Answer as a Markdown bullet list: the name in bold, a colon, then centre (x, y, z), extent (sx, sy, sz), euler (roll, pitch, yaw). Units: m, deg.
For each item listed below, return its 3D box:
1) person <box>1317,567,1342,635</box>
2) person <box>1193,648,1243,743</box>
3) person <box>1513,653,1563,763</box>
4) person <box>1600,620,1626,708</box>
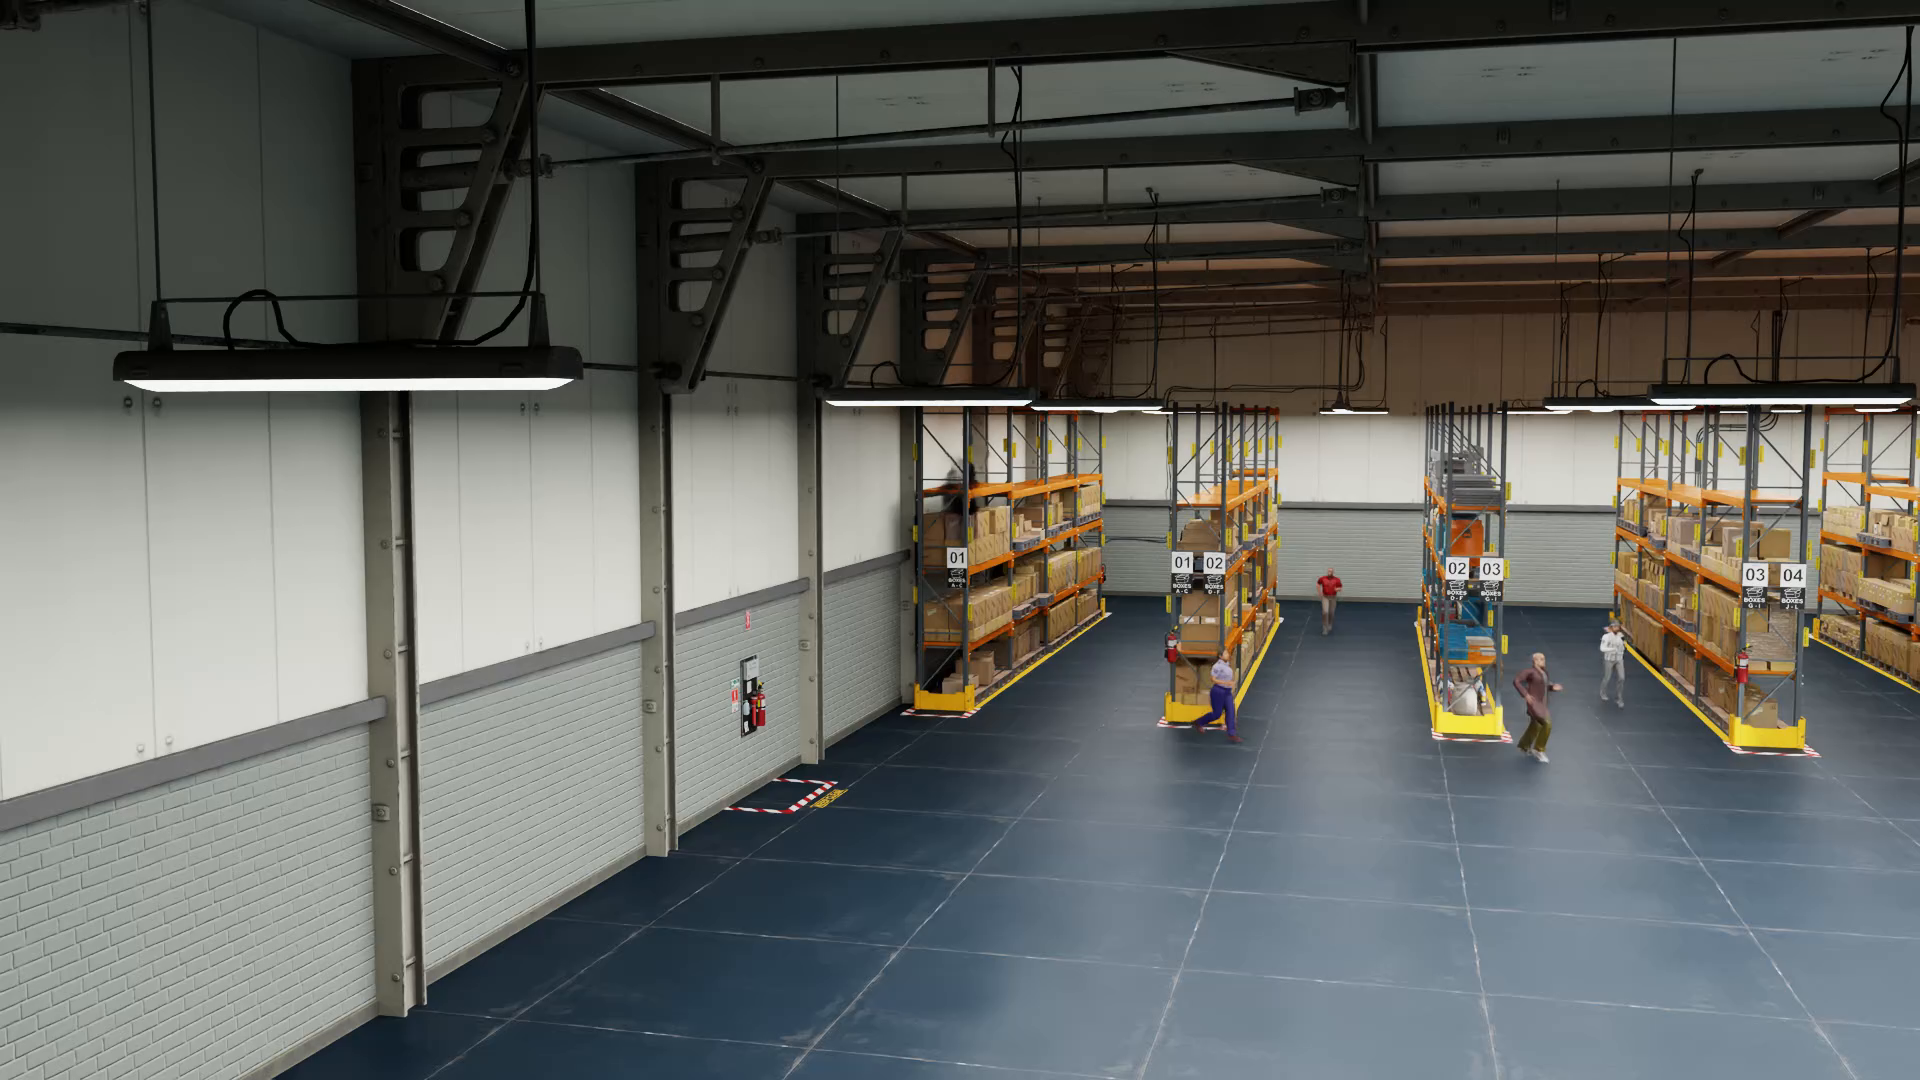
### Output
- **person**: centre (9.795, 1.621, 44.067), extent (0.643, 1.802, 0.819), euler (0, 4, 5)
- **person**: centre (4.613, 2.733, 29.433), extent (0.927, 1.648, 0.613), euler (3, 5, 35)
- **person**: centre (9.649, 2.796, 27.762), extent (0.695, 1.831, 0.779), euler (-4, 6, -45)
- **person**: centre (13.011, 2.434, 33.120), extent (0.557, 1.737, 0.816), euler (0, 4, 3)
